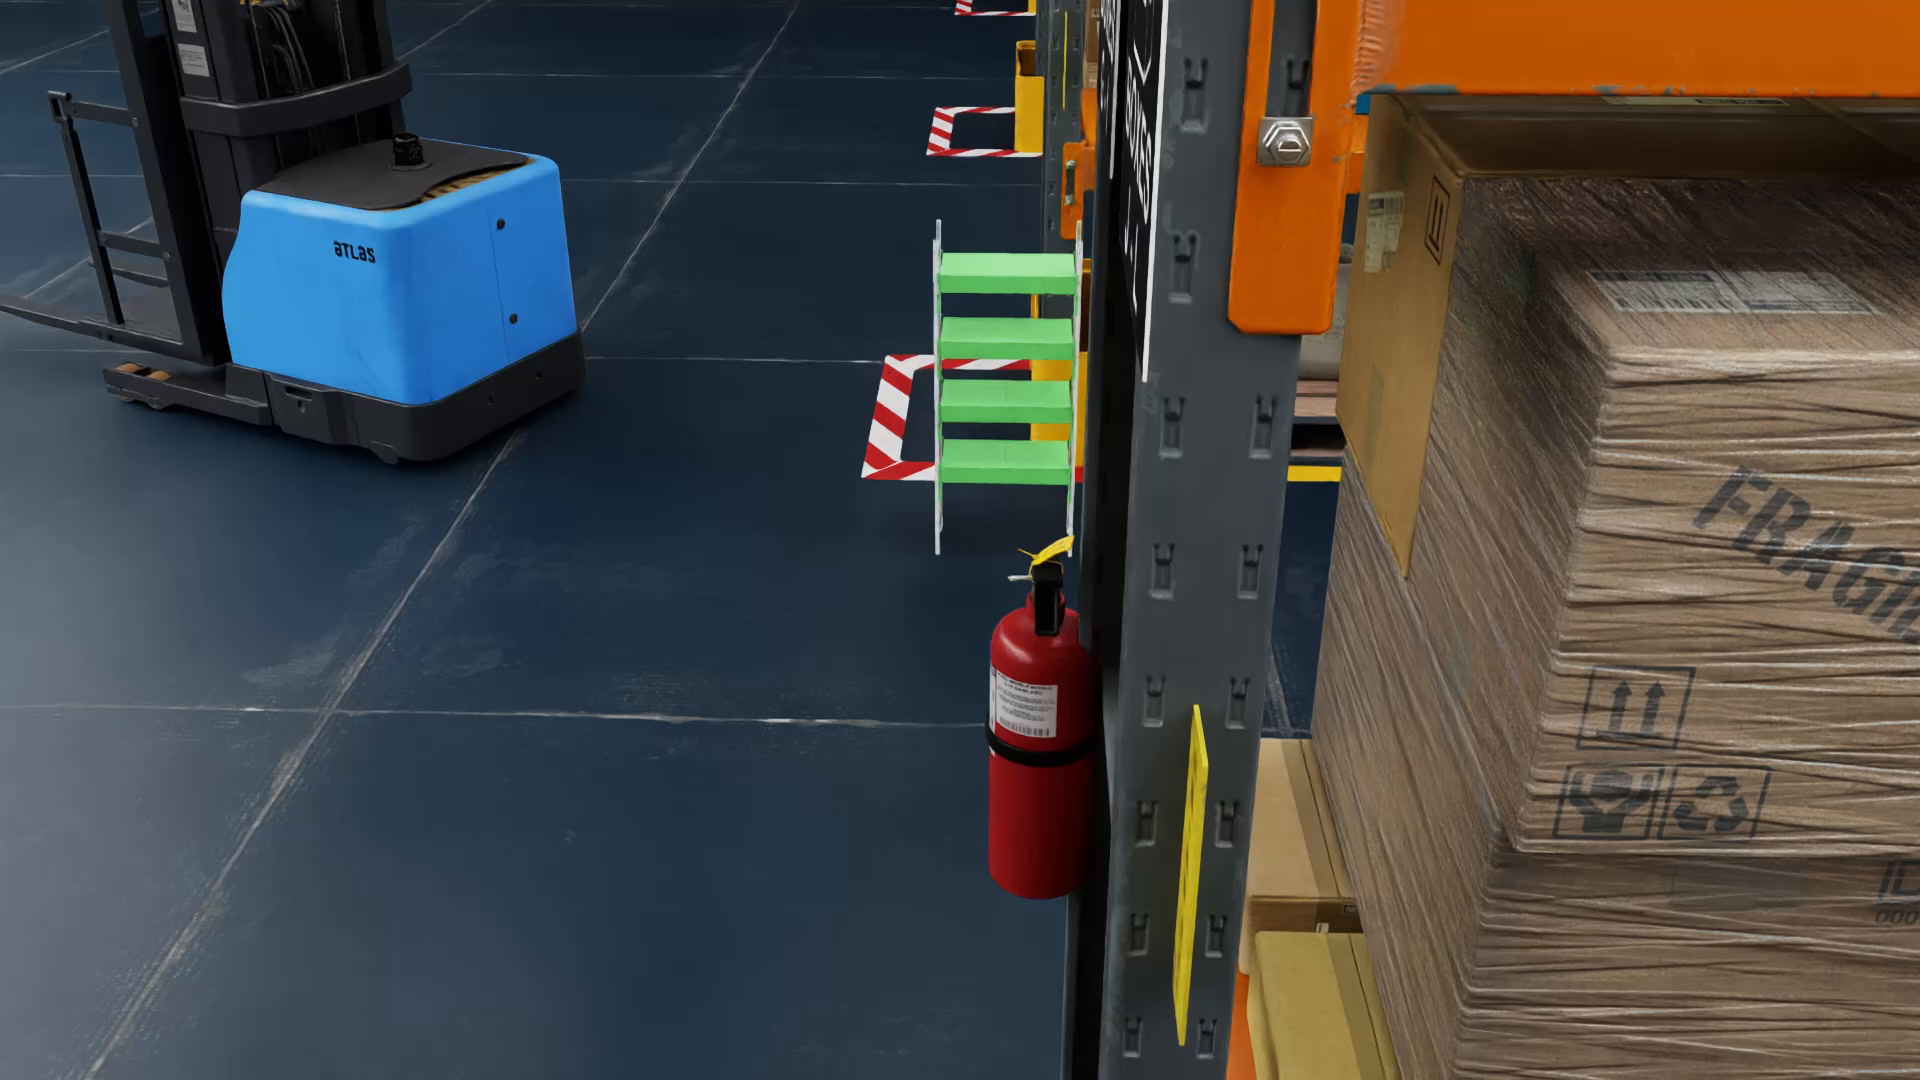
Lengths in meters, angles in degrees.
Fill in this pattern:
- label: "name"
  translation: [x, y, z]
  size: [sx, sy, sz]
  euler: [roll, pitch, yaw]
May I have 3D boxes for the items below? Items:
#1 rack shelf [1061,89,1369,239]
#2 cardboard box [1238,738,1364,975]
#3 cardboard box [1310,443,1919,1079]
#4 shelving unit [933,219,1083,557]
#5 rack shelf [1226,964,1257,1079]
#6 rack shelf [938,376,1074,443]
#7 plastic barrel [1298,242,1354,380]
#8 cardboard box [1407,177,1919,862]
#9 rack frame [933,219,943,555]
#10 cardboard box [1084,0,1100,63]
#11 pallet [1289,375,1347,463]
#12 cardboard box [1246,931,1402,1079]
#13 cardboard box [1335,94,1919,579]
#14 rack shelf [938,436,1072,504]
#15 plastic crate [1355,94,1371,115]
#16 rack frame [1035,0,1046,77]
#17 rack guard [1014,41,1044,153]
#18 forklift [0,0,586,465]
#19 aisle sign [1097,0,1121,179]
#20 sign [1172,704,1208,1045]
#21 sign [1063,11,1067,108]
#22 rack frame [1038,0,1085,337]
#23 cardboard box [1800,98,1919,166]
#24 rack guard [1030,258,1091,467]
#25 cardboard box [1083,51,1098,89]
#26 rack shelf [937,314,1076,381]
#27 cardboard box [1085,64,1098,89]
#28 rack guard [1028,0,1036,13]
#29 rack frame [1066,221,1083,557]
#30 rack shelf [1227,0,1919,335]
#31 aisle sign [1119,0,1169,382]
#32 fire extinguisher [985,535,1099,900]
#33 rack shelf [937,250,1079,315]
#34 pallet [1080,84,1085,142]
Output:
- label: "rack shelf"
  translation: [2.403, -1.527, 6.697]
  size: [4.000, 0.370, 1.077]
  euler: [1, 28, 2]
- label: "cardboard box"
  translation: [0.522, 0.459, 2.449]
  size: [0.250, 0.149, 0.380]
  euler: [1, 28, 2]
- label: "cardboard box"
  translation: [0.779, 0.287, 2.083]
  size: [0.500, 0.500, 0.875]
  euler: [1, 28, 2]
- label: "shelving unit"
  translation: [0.165, -0.527, 5.964]
  size: [0.503, 1.200, 0.258]
  euler: [1, 28, 2]
- label: "rack shelf"
  translation: [2.229, 0.791, 2.323]
  size: [4.000, 0.370, 1.077]
  euler: [1, 28, 2]
- label: "rack shelf"
  translation: [0.165, -0.471, 5.994]
  size: [0.480, 0.148, 0.258]
  euler: [1, 28, 2]
- label: "plastic barrel"
  translation: [1.566, -0.981, 7.106]
  size: [0.421, 0.512, 0.421]
  euler: [0, 28, 0]
- label: "cardboard box"
  translation: [0.770, -0.041, 1.632]
  size: [0.500, 0.500, 0.500]
  euler: [1, 28, 2]
- label: "rack frame"
  translation: [-0.078, -0.531, 5.971]
  size: [0.015, 1.200, 0.240]
  euler: [1, 28, 2]
- label: "cardboard box"
  translation: [1.130, -3.629, 11.580]
  size: [0.500, 0.500, 0.500]
  euler: [1, 28, 2]
- label: "pallet"
  translation: [1.294, -0.651, 7.253]
  size: [1.213, 0.211, 1.003]
  euler: [1, 28, 2]
- label: "cardboard box"
  translation: [0.506, 0.667, 2.056]
  size: [0.250, 0.149, 0.380]
  euler: [1, 28, 2]
- label: "cardboard box"
  translation: [0.788, -0.284, 2.091]
  size: [0.500, 0.500, 0.500]
  euler: [1, 28, 2]
- label: "rack shelf"
  translation: [0.165, -0.259, 6.106]
  size: [0.480, 0.148, 0.258]
  euler: [1, 28, 2]
- label: "plastic crate"
  translation: [1.564, -1.931, 6.849]
  size: [0.408, 0.251, 0.499]
  euler: [1, 28, 2]
- label: "rack frame"
  translation: [0.583, -4.197, 10.964]
  size: [0.127, 3.000, 1.000]
  euler: [1, 28, 2]
- label: "rack guard"
  translation: [0.559, -3.093, 11.550]
  size: [0.348, 0.500, 1.175]
  euler: [1, 28, 2]
- label: "forklift"
  translation: [-3.224, -2.074, 7.033]
  size: [3.031, 2.935, 1.130]
  euler: [14, 31, 24]
- label: "aisle sign"
  translation: [0.179, -0.850, 1.875]
  size: [0.004, 0.787, 0.394]
  euler: [1, 28, 2]
- label: "sign"
  translation: [0.211, 0.312, 1.535]
  size: [0.005, 0.325, 0.100]
  euler: [1, 28, 2]
- label: "sign"
  translation: [0.381, -1.743, 6.040]
  size: [0.005, 0.325, 0.100]
  euler: [1, 28, 2]
- label: "rack frame"
  translation: [0.405, -1.878, 6.590]
  size: [0.127, 3.000, 1.000]
  euler: [1, 28, 2]
- label: "cardboard box"
  translation: [1.288, -0.278, 2.080]
  size: [0.500, 0.500, 0.500]
  euler: [1, 28, 2]
- label: "rack guard"
  translation: [0.482, -0.795, 7.215]
  size: [0.348, 0.500, 1.175]
  euler: [1, 28, 2]
- label: "cardboard box"
  translation: [1.130, -3.297, 11.754]
  size: [0.500, 0.250, 0.500]
  euler: [1, 28, 2]
- label: "rack shelf"
  translation: [0.165, -0.683, 5.881]
  size: [0.480, 0.148, 0.258]
  euler: [1, 28, 2]
- label: "cardboard box"
  translation: [1.111, -3.054, 11.296]
  size: [0.500, 0.250, 0.500]
  euler: [1, 28, 2]
- label: "rack guard"
  translation: [0.830, -5.410, 15.921]
  size: [0.348, 0.500, 1.175]
  euler: [1, 28, 2]
- label: "rack frame"
  translation: [0.409, -0.523, 5.956]
  size: [0.015, 1.200, 0.240]
  euler: [1, 28, 2]
- label: "rack shelf"
  translation: [2.229, -0.534, 1.621]
  size: [4.000, 0.370, 1.077]
  euler: [1, 28, 2]
- label: "aisle sign"
  translation: [0.157, -0.569, 1.345]
  size: [0.004, 0.787, 0.394]
  euler: [1, 28, 2]
- label: "fire extinguisher"
  translation: [0.132, 0.257, 2.646]
  size: [0.183, 0.674, 0.296]
  euler: [1, 28, 2]
- label: "rack shelf"
  translation: [0.165, -0.895, 5.769]
  size: [0.480, 0.148, 0.258]
  euler: [1, 28, 2]
- label: "pallet"
  translation: [1.349, -2.972, 11.630]
  size: [1.213, 0.211, 1.003]
  euler: [1, 28, 2]
